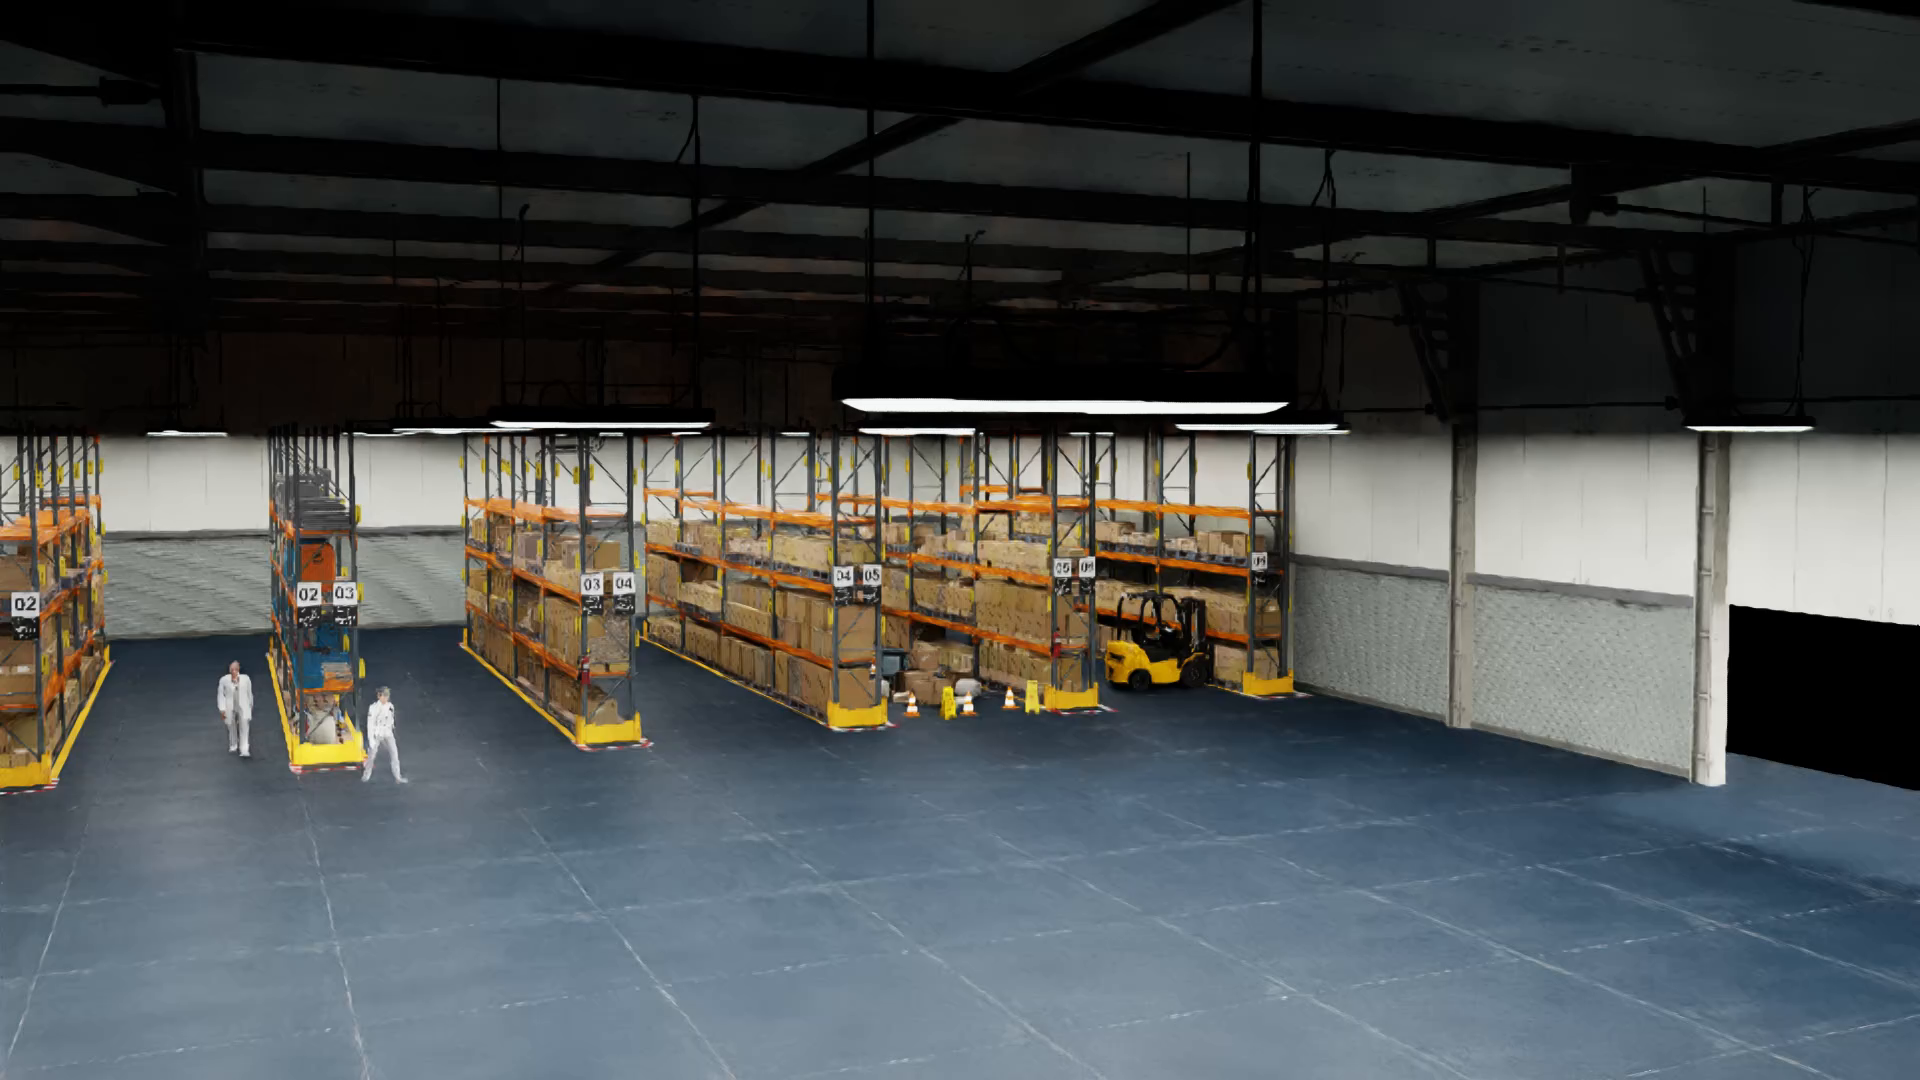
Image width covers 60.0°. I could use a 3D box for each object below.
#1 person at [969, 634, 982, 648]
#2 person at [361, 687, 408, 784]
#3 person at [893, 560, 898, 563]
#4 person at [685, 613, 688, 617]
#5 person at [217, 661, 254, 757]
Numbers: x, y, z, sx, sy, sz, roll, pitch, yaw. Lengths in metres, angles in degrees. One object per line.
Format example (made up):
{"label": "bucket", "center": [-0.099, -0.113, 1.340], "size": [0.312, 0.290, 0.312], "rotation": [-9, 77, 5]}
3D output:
{"label": "person", "center": [0.464, 2.153, 43.699], "size": [0.632, 1.771, 0.447], "rotation": [2, 4, 35]}
{"label": "person", "center": [-9.575, 3.229, 27.544], "size": [0.932, 1.622, 0.530], "rotation": [3, 5, 43]}
{"label": "person", "center": [-1.969, 1.539, 53.822], "size": [0.715, 1.777, 0.468], "rotation": [2, 4, 34]}
{"label": "person", "center": [-8.291, 1.792, 50.127], "size": [0.466, 1.718, 0.708], "rotation": [0, 4, 6]}
{"label": "person", "center": [-13.049, 3.023, 29.964], "size": [0.598, 1.698, 1.194], "rotation": [-1, 4, -21]}
